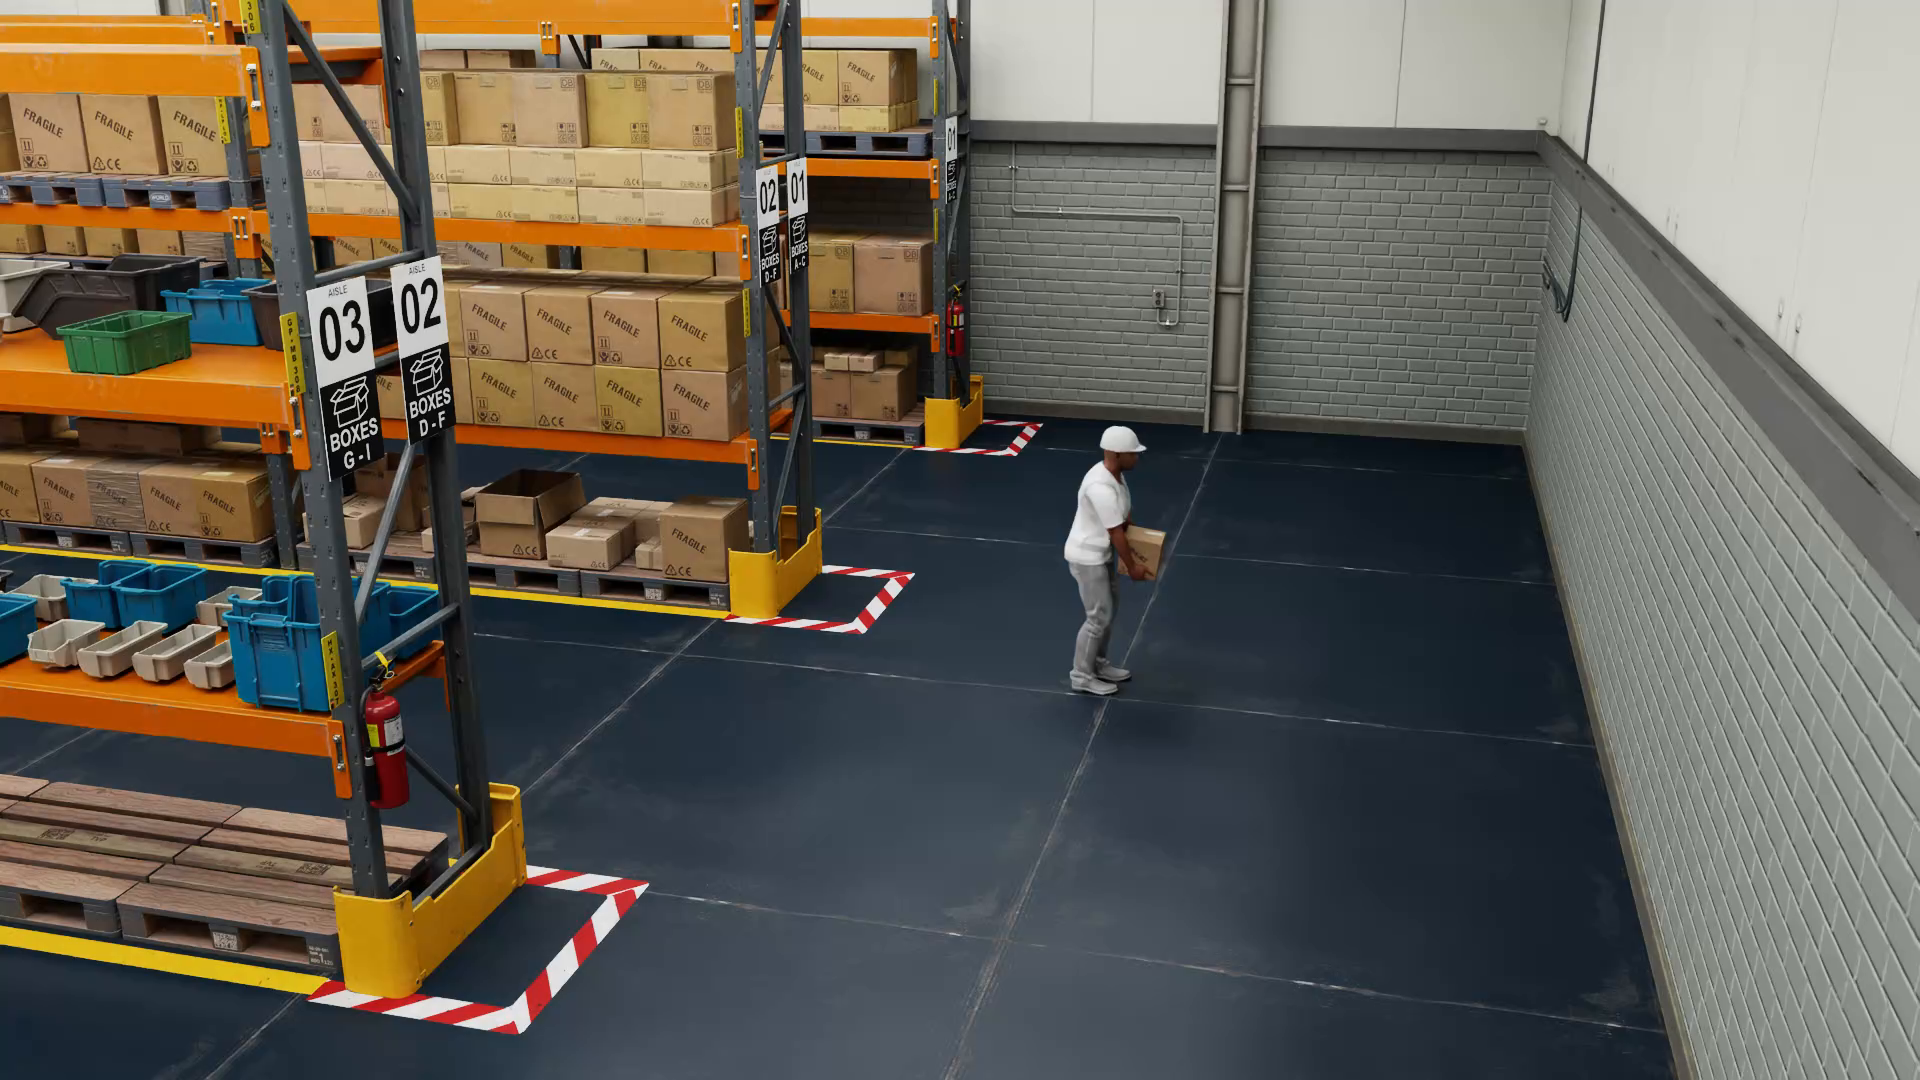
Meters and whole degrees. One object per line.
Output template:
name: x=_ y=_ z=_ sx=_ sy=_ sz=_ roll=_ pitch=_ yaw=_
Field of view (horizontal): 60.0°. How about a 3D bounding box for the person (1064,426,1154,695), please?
person: x=0.974 y=0.118 z=10.693 sx=0.591 sy=1.743 sz=0.503 roll=4 pitch=19 yaw=13
